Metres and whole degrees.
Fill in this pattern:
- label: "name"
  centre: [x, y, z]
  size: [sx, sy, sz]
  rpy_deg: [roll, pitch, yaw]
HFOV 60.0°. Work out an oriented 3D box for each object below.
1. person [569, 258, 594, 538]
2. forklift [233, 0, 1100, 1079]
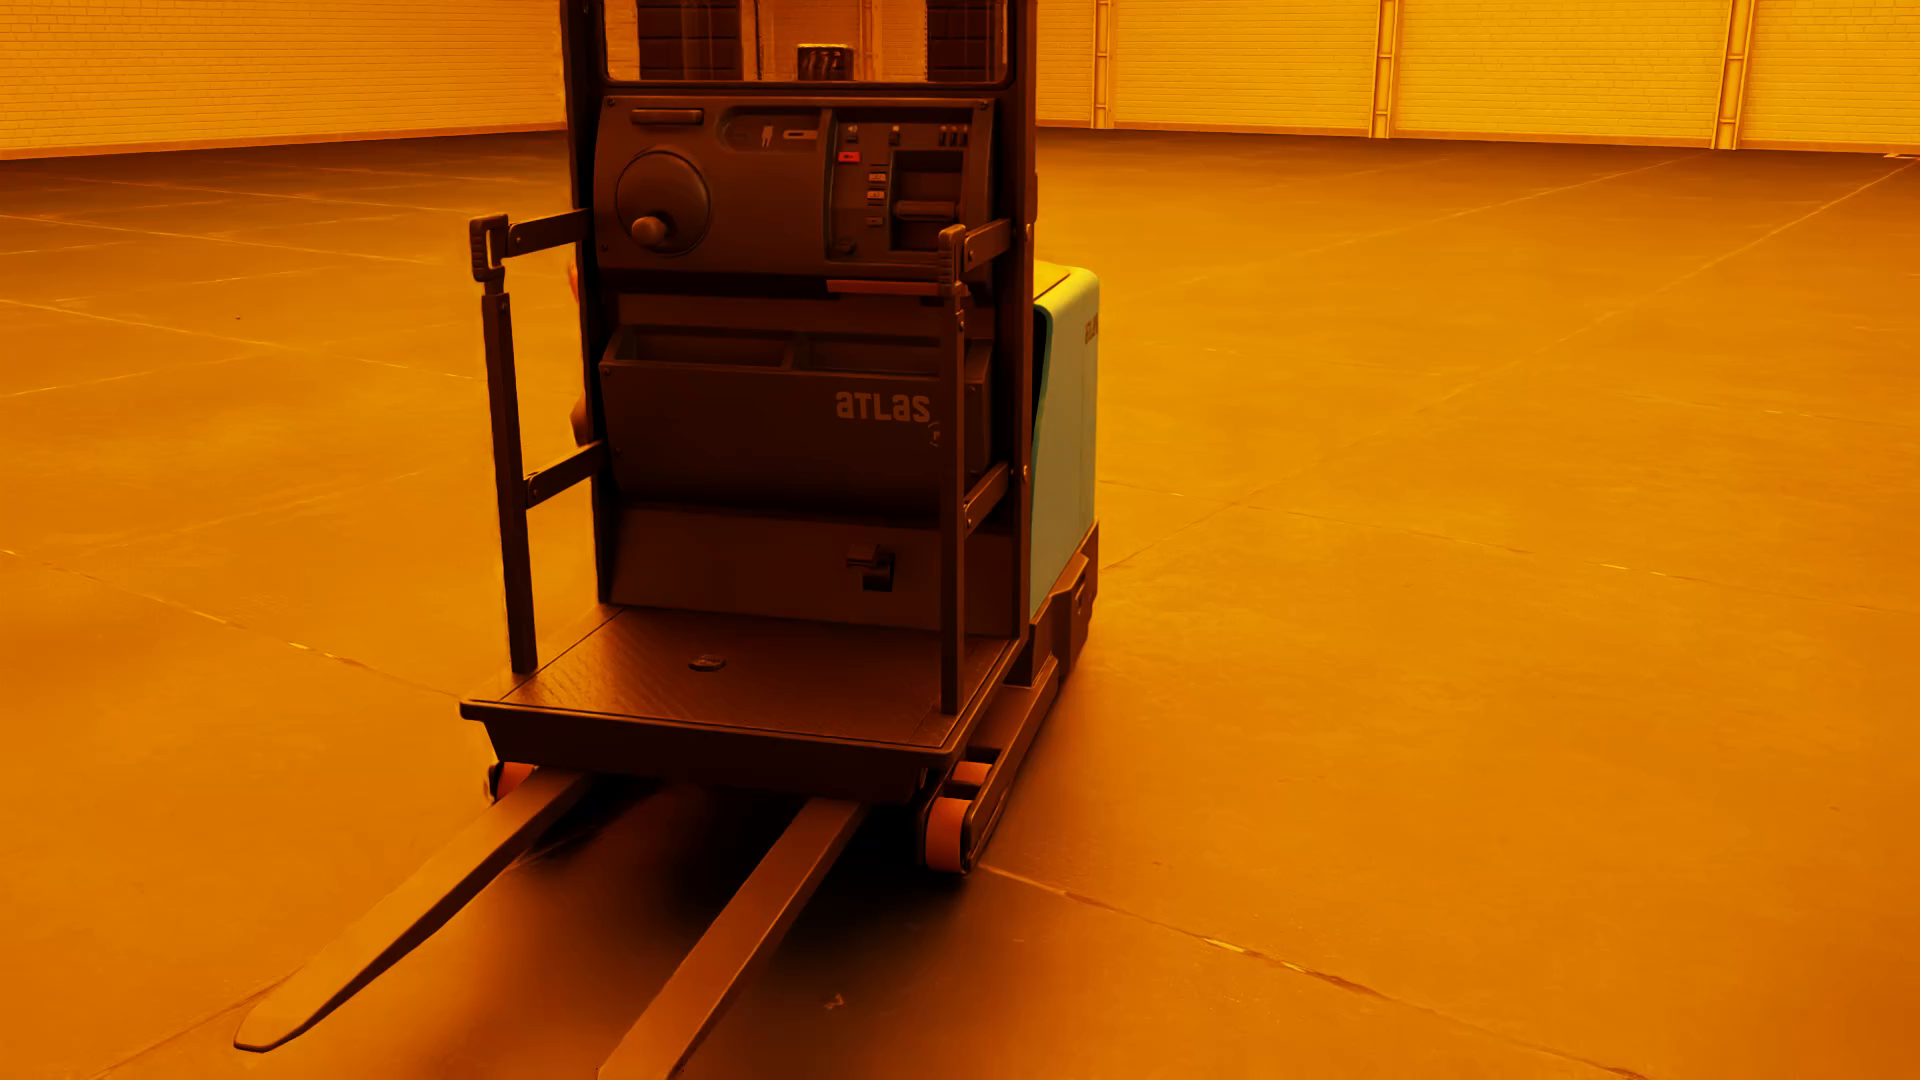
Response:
- label: "person"
  centre: [-0.959, -0.688, 5.874]
  size: [0.862, 1.435, 0.592]
  rpy_deg: [-9, 19, -27]
- label: "forklift"
  centre: [-0.432, -0.809, 3.538]
  size: [1.130, 2.935, 3.031]
  rpy_deg: [4, 17, 14]
